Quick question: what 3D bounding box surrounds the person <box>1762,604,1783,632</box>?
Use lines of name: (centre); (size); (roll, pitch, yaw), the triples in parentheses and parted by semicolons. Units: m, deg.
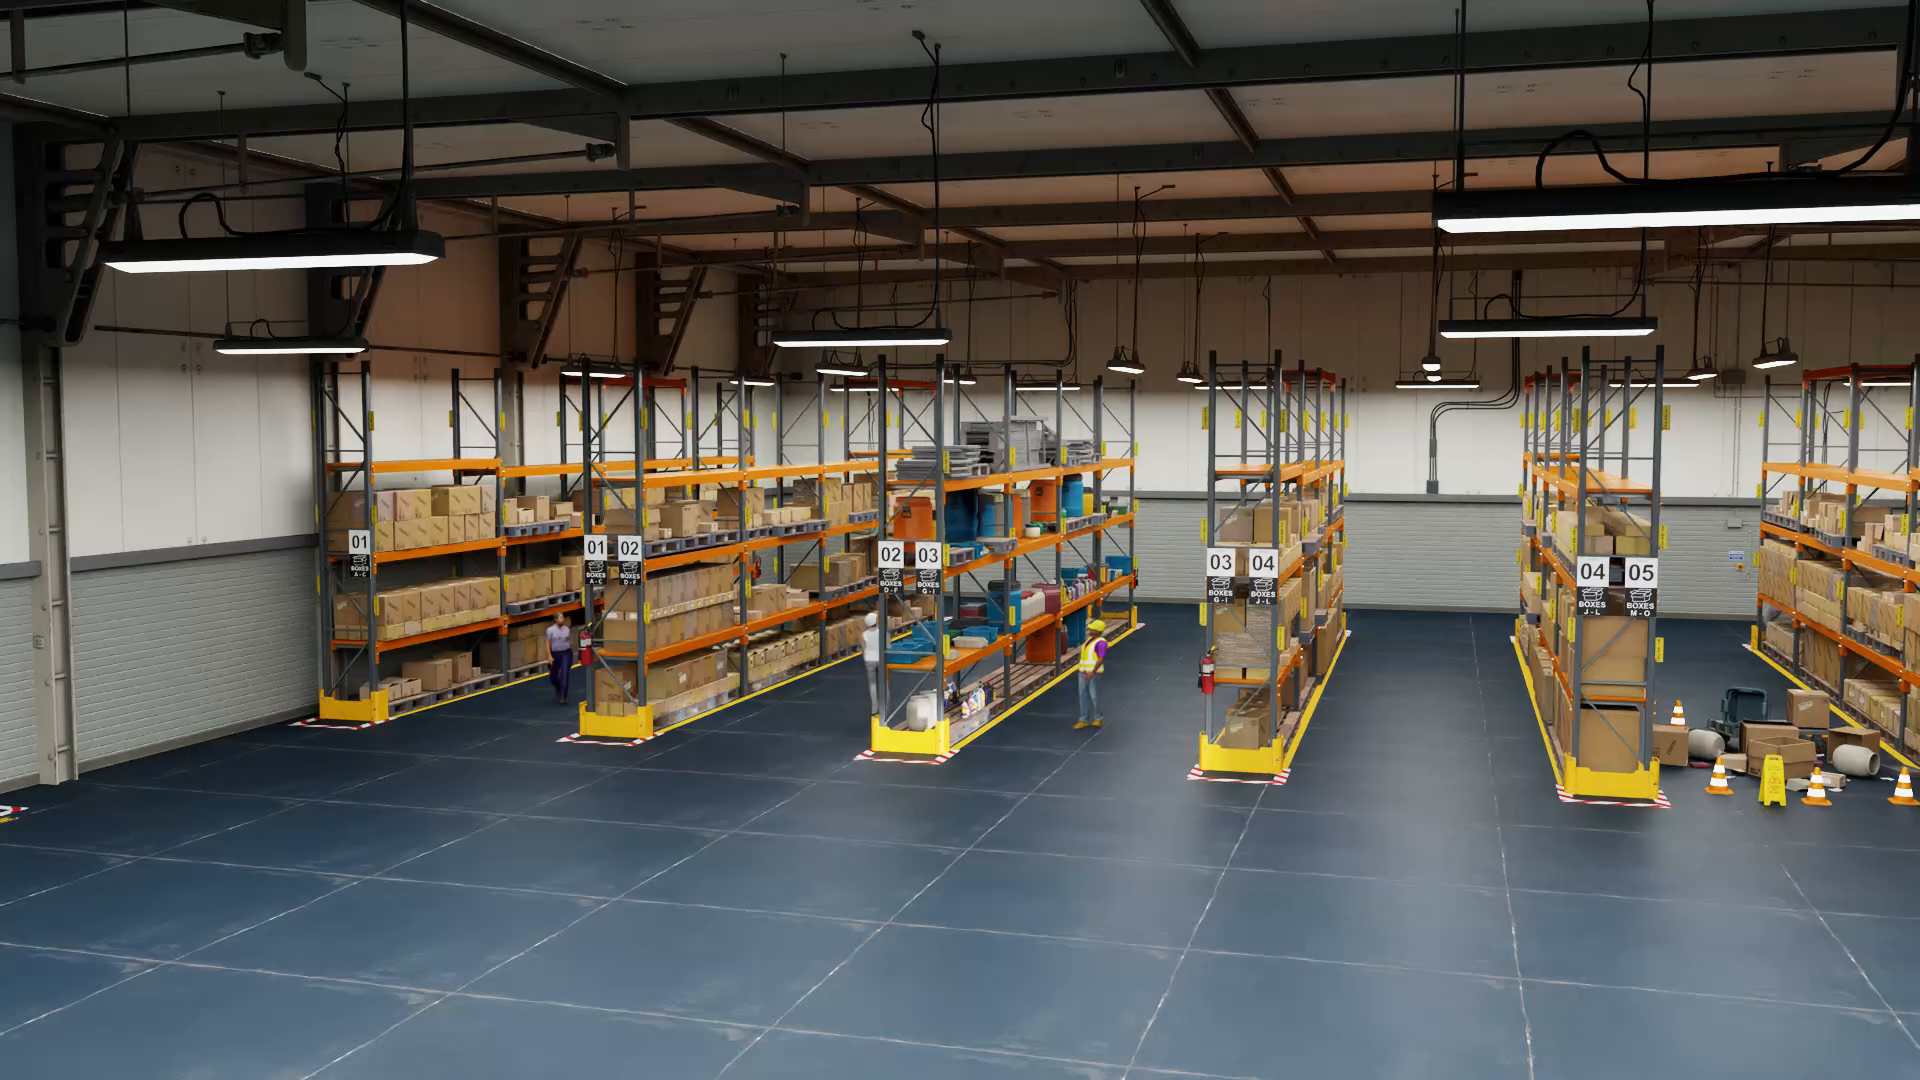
person: (18.595, 1.460, 37.831); (0.777, 1.640, 0.470); (1, 4, 10)

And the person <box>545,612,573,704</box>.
person: (-7.119, 2.079, 29.638); (0.465, 1.583, 0.846); (0, 4, 0)

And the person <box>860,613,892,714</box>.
person: (-1.421, 2.090, 28.277); (0.549, 1.733, 0.563); (-1, 4, -18)

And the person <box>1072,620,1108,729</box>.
person: (2.110, 2.199, 27.143); (0.614, 1.782, 0.631); (-4, 6, -44)
